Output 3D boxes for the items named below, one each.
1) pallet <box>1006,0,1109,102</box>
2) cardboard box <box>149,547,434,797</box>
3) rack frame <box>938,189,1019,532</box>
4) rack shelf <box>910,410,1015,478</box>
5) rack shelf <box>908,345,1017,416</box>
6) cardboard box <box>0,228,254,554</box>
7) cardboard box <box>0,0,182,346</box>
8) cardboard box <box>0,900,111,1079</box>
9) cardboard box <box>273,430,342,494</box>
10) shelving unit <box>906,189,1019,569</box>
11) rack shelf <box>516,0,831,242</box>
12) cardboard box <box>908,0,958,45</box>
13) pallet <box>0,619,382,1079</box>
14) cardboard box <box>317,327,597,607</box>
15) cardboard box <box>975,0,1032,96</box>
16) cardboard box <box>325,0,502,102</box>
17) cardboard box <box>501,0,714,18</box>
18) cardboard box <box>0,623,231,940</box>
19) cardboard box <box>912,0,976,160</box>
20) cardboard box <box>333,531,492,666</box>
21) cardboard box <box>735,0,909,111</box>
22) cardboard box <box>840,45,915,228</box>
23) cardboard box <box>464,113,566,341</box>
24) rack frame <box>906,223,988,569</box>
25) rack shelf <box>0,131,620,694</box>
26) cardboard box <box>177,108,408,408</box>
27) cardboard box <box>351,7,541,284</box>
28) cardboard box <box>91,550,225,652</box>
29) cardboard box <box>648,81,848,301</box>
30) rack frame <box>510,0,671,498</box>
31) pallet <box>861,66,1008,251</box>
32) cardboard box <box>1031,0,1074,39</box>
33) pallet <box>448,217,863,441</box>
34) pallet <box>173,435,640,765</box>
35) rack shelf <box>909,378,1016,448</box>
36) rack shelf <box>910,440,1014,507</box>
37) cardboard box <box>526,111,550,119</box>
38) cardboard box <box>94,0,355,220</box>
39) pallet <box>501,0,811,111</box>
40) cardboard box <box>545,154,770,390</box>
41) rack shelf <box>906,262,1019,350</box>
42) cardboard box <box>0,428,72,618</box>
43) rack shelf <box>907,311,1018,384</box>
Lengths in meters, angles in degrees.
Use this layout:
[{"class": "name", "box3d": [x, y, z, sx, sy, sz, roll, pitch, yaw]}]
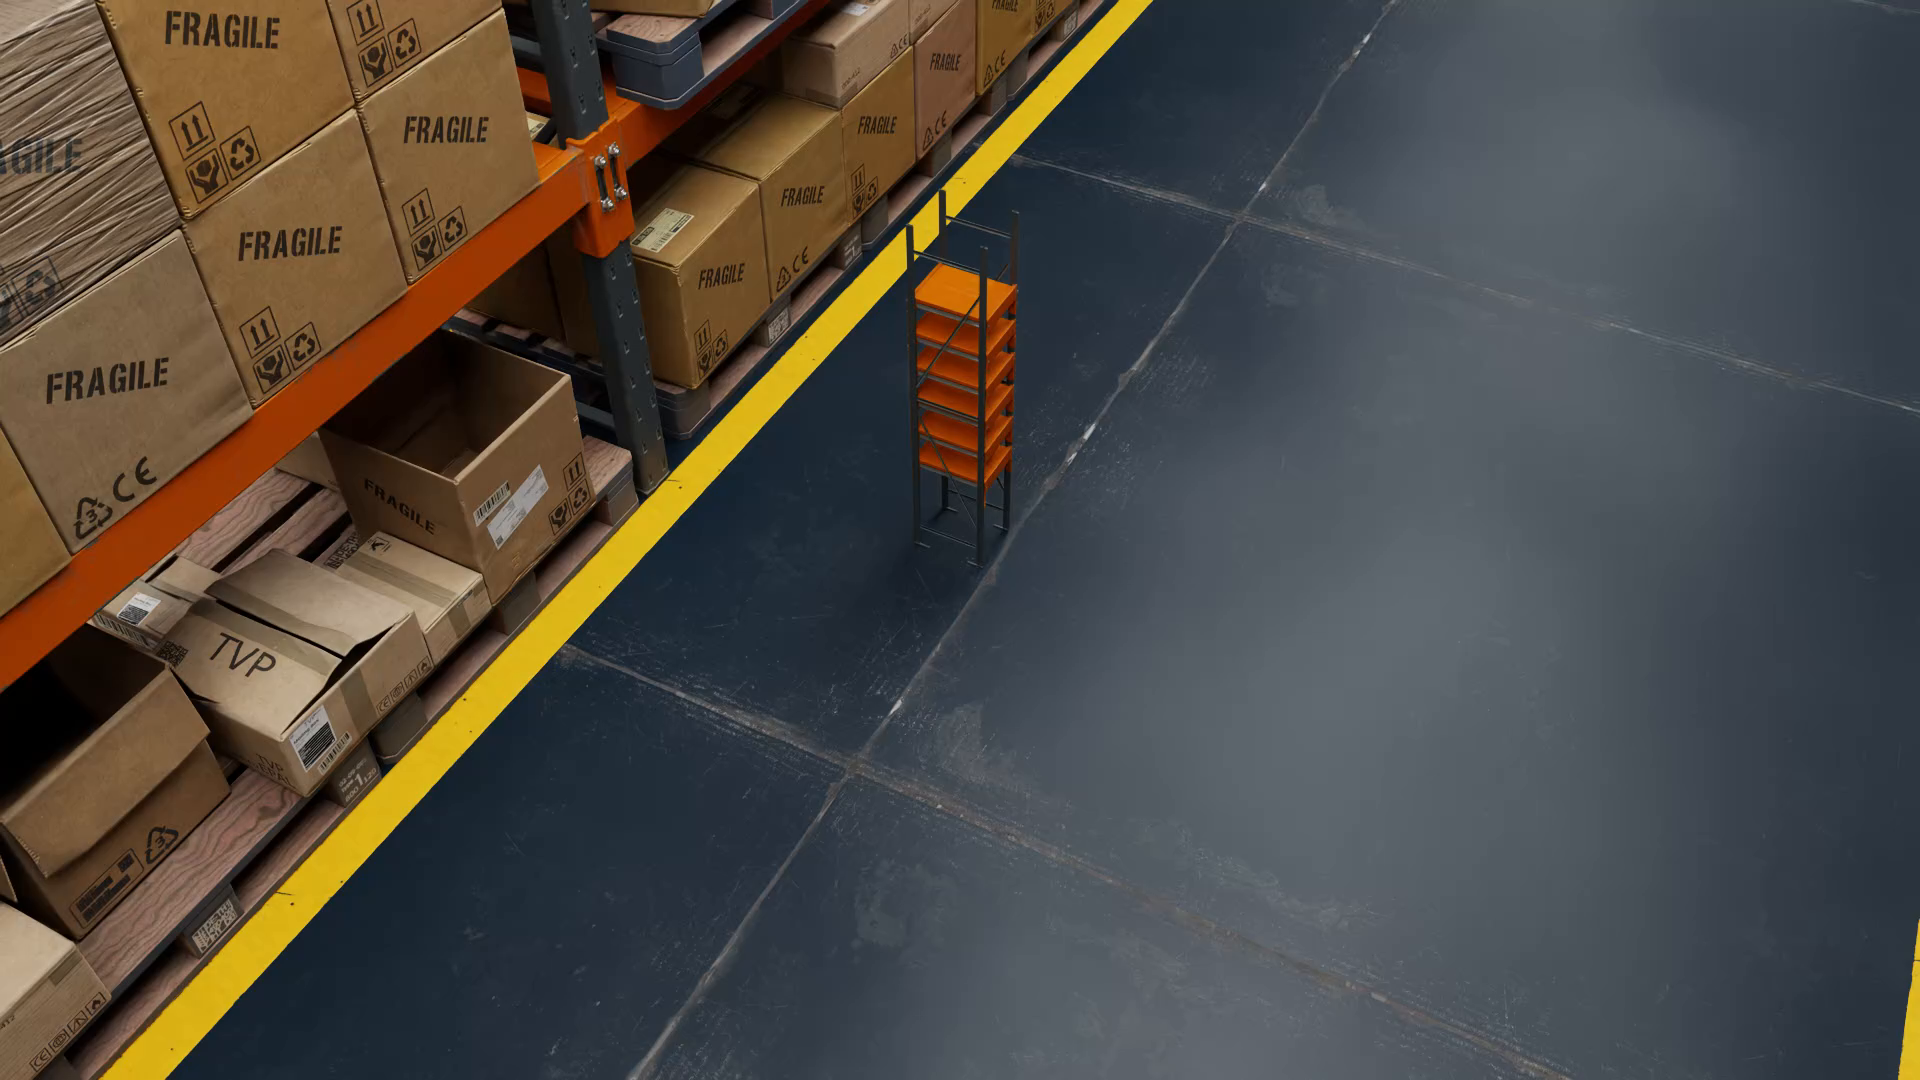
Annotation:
[{"class": "pallet", "box3d": [0.054, -2.477, 7.550, 1.003, 0.211, 1.213, 20, 49, 19]}, {"class": "cardboard box", "box3d": [-1.784, 0.320, 4.406, 0.500, 0.311, 0.500, 20, 49, 19]}, {"class": "rack frame", "box3d": [0.049, -0.489, 4.889, 0.240, 1.200, 0.006, 20, 49, 19]}, {"class": "rack shelf", "box3d": [0.007, -0.315, 4.949, 0.258, 0.103, 0.180, 20, 49, 19]}, {"class": "rack shelf", "box3d": [0.007, -0.484, 4.779, 0.258, 0.103, 0.180, 20, 49, 19]}, {"class": "cardboard box", "box3d": [-1.902, -0.381, 3.448, 0.500, 0.500, 0.500, 22, 49, 20]}, {"class": "cardboard box", "box3d": [-1.897, -0.737, 3.096, 0.500, 0.500, 0.500, 21, 49, 19]}, {"class": "cardboard box", "box3d": [-2.311, 1.057, 3.720, 0.500, 0.250, 0.500, 20, 49, 19]}, {"class": "cardboard box", "box3d": [-1.809, -0.412, 5.129, 0.500, 0.311, 0.500, 20, 49, 19]}, {"class": "shelving unit", "box3d": [0.007, -0.431, 4.832, 0.258, 1.200, 0.189, 20, 49, 19]}, {"class": "rack shelf", "box3d": [-0.494, -2.403, 6.021, 1.077, 0.370, 4.000, 20, 49, 19]}, {"class": "cardboard box", "box3d": [-0.285, -2.106, 6.143, 0.500, 0.250, 0.500, 20, 49, 18]}, {"class": "pallet", "box3d": [-2.307, 0.789, 4.322, 1.003, 0.211, 1.213, 20, 49, 19]}, {"class": "cardboard box", "box3d": [-1.436, -0.219, 4.806, 0.500, 0.500, 0.500, 20, 49, 19]}, {"class": "cardboard box", "box3d": [-0.032, -2.199, 6.762, 0.500, 0.500, 0.500, 19, 48, 18]}, {"class": "cardboard box", "box3d": [-1.428, -1.378, 3.730, 0.500, 0.500, 0.500, 21, 49, 19]}, {"class": "cardboard box", "box3d": [-1.004, -1.803, 4.557, 0.700, 0.500, 0.500, 6, 46, 6]}, {"class": "cardboard box", "box3d": [-2.290, 0.513, 4.080, 0.797, 0.503, 0.637, 20, 49, 19]}, {"class": "cardboard box", "box3d": [-0.271, -1.866, 6.434, 0.500, 0.500, 0.500, 19, 48, 18]}, {"class": "cardboard box", "box3d": [-1.557, 0.161, 4.677, 0.380, 0.149, 0.250, 20, 49, 19]}, {"class": "cardboard box", "box3d": [-0.518, -1.789, 5.830, 0.500, 0.250, 0.500, 21, 49, 19]}, {"class": "cardboard box", "box3d": [-0.506, -1.548, 6.119, 0.500, 0.500, 0.500, 21, 49, 20]}, {"class": "cardboard box", "box3d": [-1.447, -1.077, 5.654, 0.500, 0.500, 0.500, 20, 49, 19]}, {"class": "rack frame", "box3d": [-0.036, -0.373, 4.775, 0.240, 1.200, 0.006, 20, 49, 19]}, {"class": "rack shelf", "box3d": [-2.351, 0.117, 3.531, 1.077, 0.370, 4.000, 20, 49, 19]}, {"class": "cardboard box", "box3d": [-1.665, -0.706, 3.768, 0.500, 0.500, 0.500, 22, 49, 20]}, {"class": "cardboard box", "box3d": [-1.427, -1.031, 4.090, 0.500, 0.500, 0.500, 21, 49, 20]}, {"class": "cardboard box", "box3d": [-2.202, 0.187, 4.639, 0.380, 0.166, 0.250, 20, 49, 19]}, {"class": "cardboard box", "box3d": [-0.744, -1.235, 5.810, 0.500, 0.500, 0.500, 21, 49, 20]}, {"class": "rack frame", "box3d": [-1.422, -1.396, 4.520, 1.000, 3.000, 0.127, 20, 49, 19]}, {"class": "pallet", "box3d": [-0.513, -1.712, 6.793, 1.003, 0.211, 1.213, 20, 49, 19]}, {"class": "cardboard box", "box3d": [0.208, -2.525, 7.084, 0.500, 0.500, 0.500, 22, 49, 21]}, {"class": "pallet", "box3d": [-1.078, -0.940, 6.031, 1.003, 0.211, 1.213, 20, 49, 19]}, {"class": "pallet", "box3d": [-1.742, 0.017, 5.085, 1.003, 0.211, 1.213, 20, 49, 19]}, {"class": "rack shelf", "box3d": [0.007, -0.400, 4.864, 0.258, 0.103, 0.180, 20, 49, 19]}, {"class": "rack shelf", "box3d": [0.007, -0.231, 5.035, 0.258, 0.103, 0.180, 20, 49, 19]}, {"class": "cardboard box", "box3d": [-1.210, -1.386, 5.959, 0.500, 0.500, 0.500, 21, 49, 19]}, {"class": "cardboard box", "box3d": [-1.663, -1.054, 3.410, 0.500, 0.500, 0.500, 20, 49, 18]}, {"class": "pallet", "box3d": [-0.955, -1.795, 5.050, 1.003, 0.211, 1.213, 20, 49, 19]}, {"class": "cardboard box", "box3d": [-0.982, -0.896, 5.475, 0.500, 0.500, 0.500, 18, 48, 17]}, {"class": "rack shelf", "box3d": [0.007, -0.653, 4.608, 0.258, 0.103, 0.180, 20, 49, 19]}, {"class": "cardboard box", "box3d": [-2.136, -0.060, 3.130, 0.500, 0.500, 0.500, 21, 49, 20]}, {"class": "rack shelf", "box3d": [0.007, -0.568, 4.693, 0.258, 0.103, 0.180, 20, 49, 19]}]
